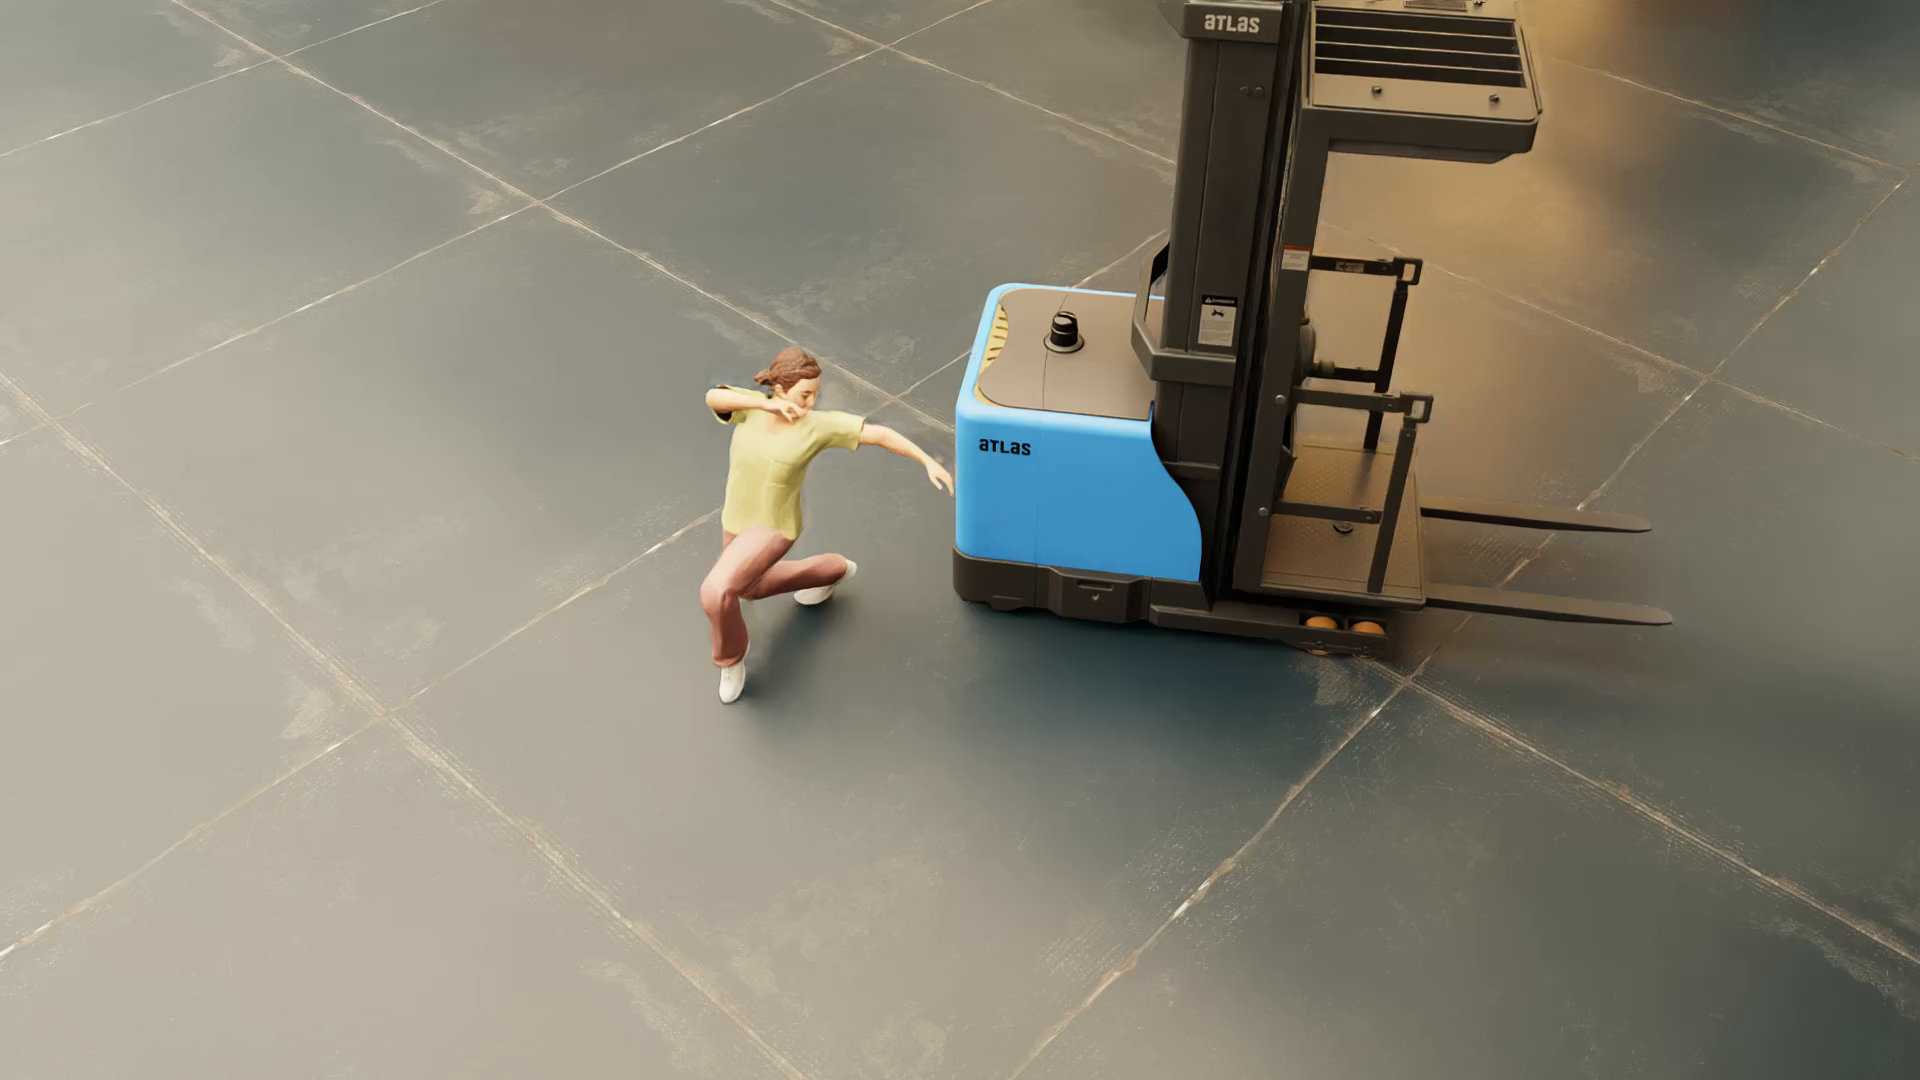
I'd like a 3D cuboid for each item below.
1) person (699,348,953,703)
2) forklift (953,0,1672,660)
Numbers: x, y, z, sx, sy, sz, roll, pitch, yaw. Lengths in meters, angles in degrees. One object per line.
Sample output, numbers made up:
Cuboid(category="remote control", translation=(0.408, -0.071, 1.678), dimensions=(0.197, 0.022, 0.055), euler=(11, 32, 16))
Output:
Cuboid(category="person", translation=(-0.589, -0.019, 6.645), dimensions=(0.919, 1.382, 0.903), euler=(22, 45, 23))
Cuboid(category="forklift", translation=(1.534, -0.976, 6.566), dimensions=(3.031, 2.935, 1.130), euler=(6, 41, 7))
